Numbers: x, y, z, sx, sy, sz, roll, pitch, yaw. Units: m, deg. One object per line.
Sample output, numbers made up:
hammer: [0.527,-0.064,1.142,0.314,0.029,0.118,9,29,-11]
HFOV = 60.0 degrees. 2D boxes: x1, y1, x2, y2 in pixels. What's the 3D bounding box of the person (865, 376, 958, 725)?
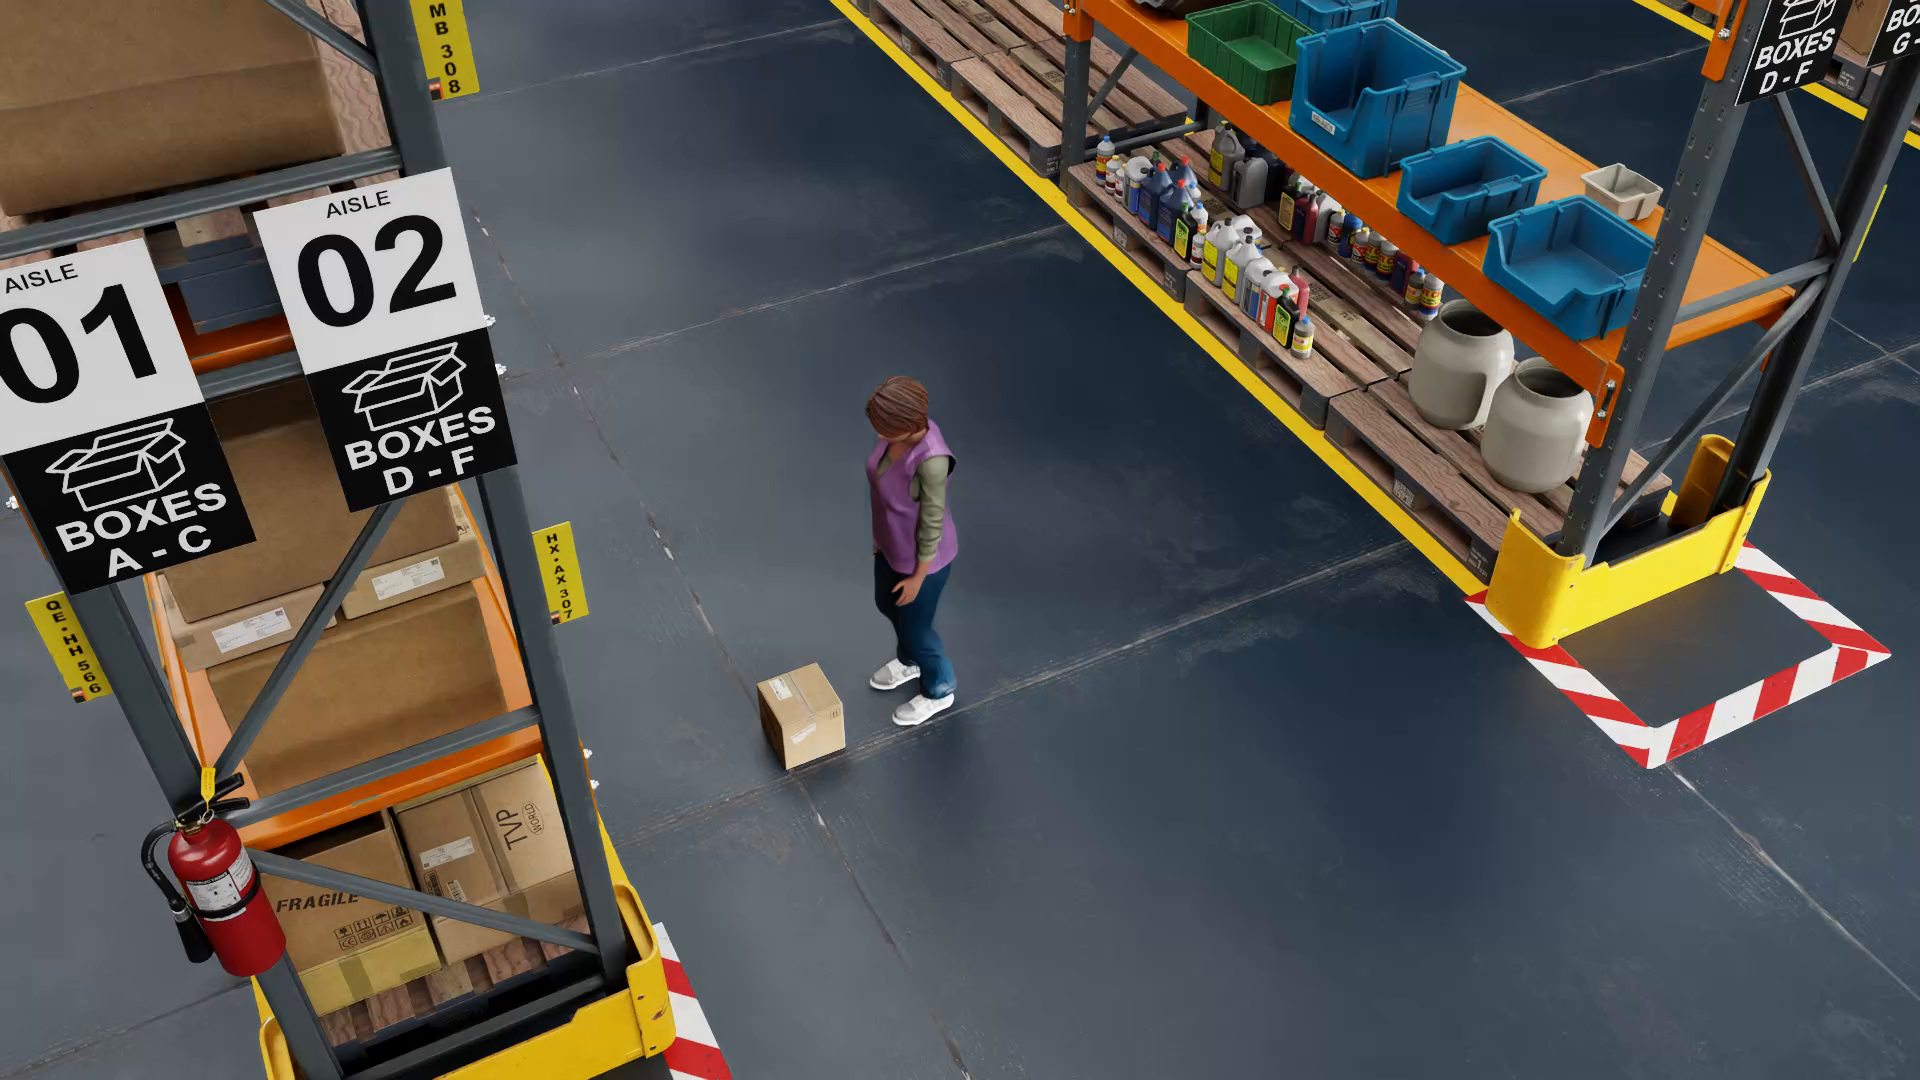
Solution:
person: [-0.170,0.052,6.135,0.316,1.570,0.412,-18,45,-19]
